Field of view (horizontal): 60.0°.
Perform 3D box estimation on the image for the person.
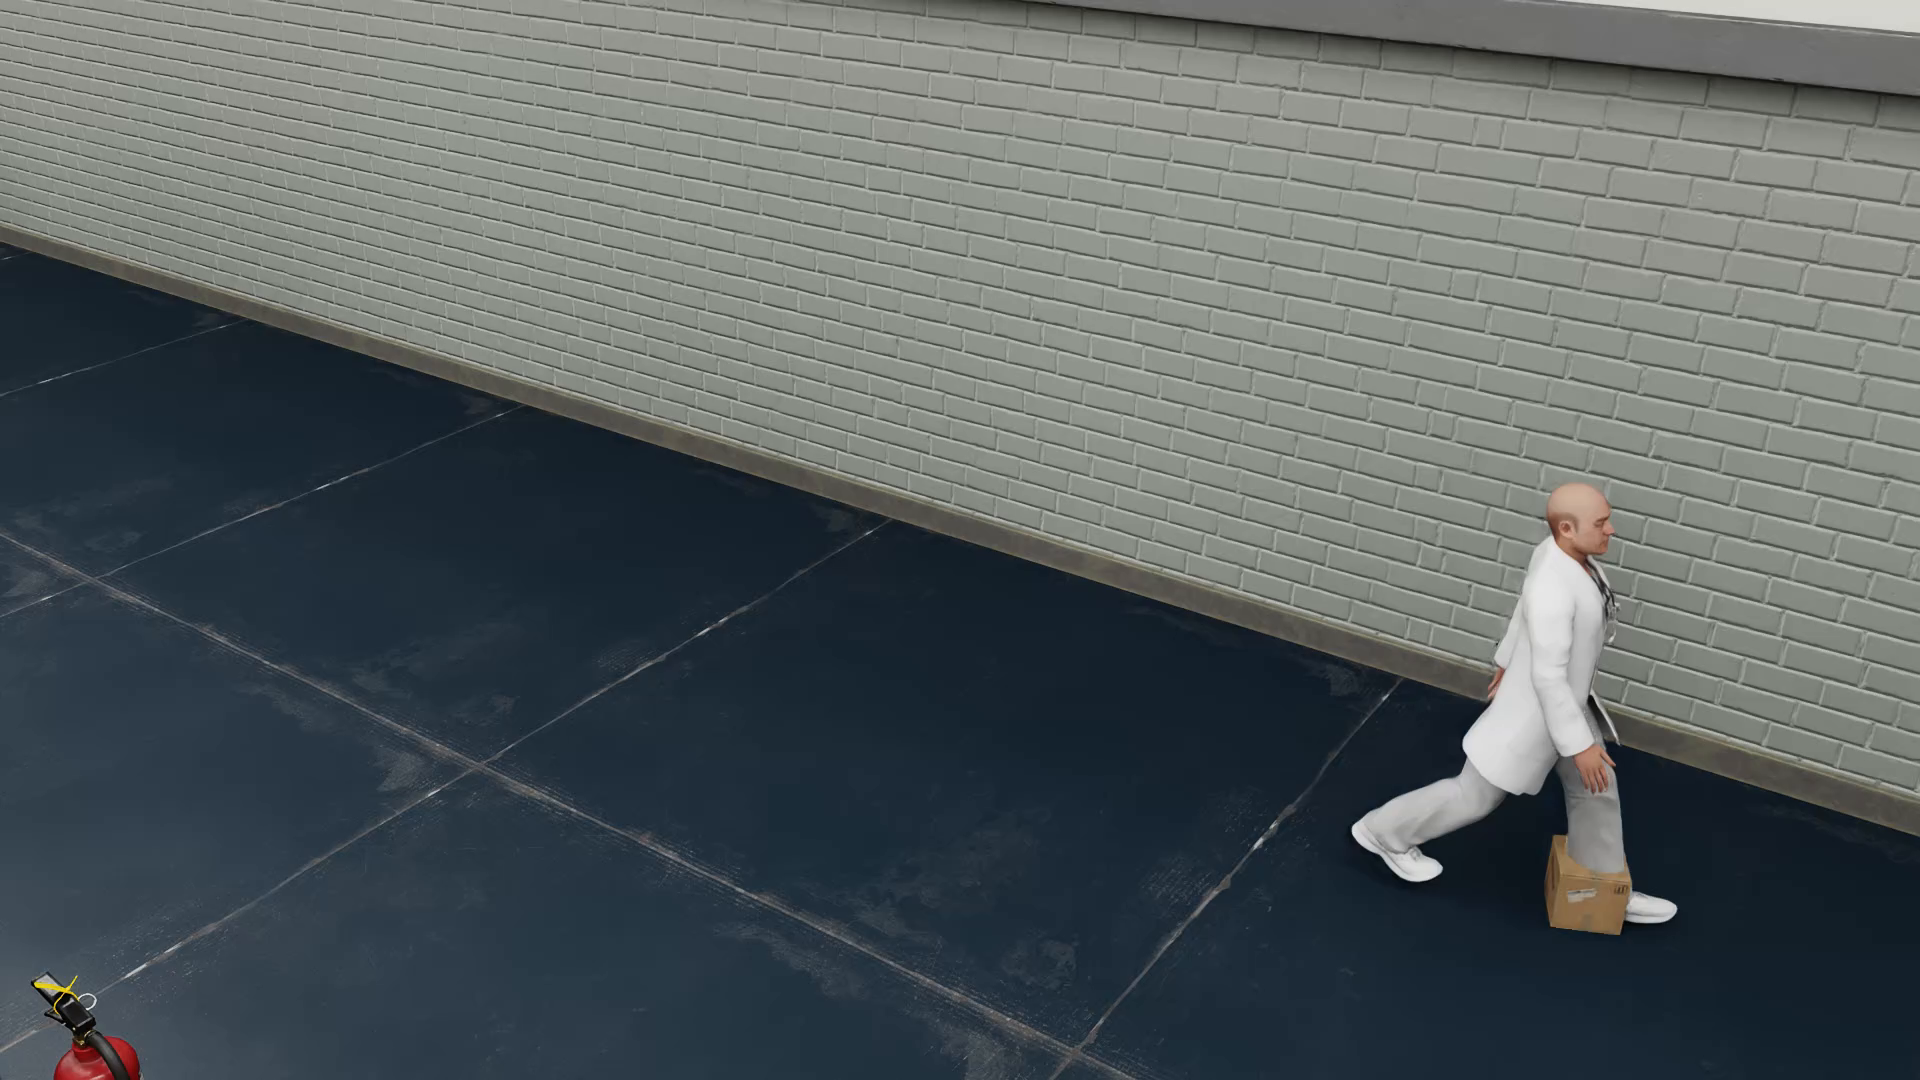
[{"bbox_3d":[2.078,0.591,5.965,1.179,1.727,0.630,14,30,27],"label":"person"}]
